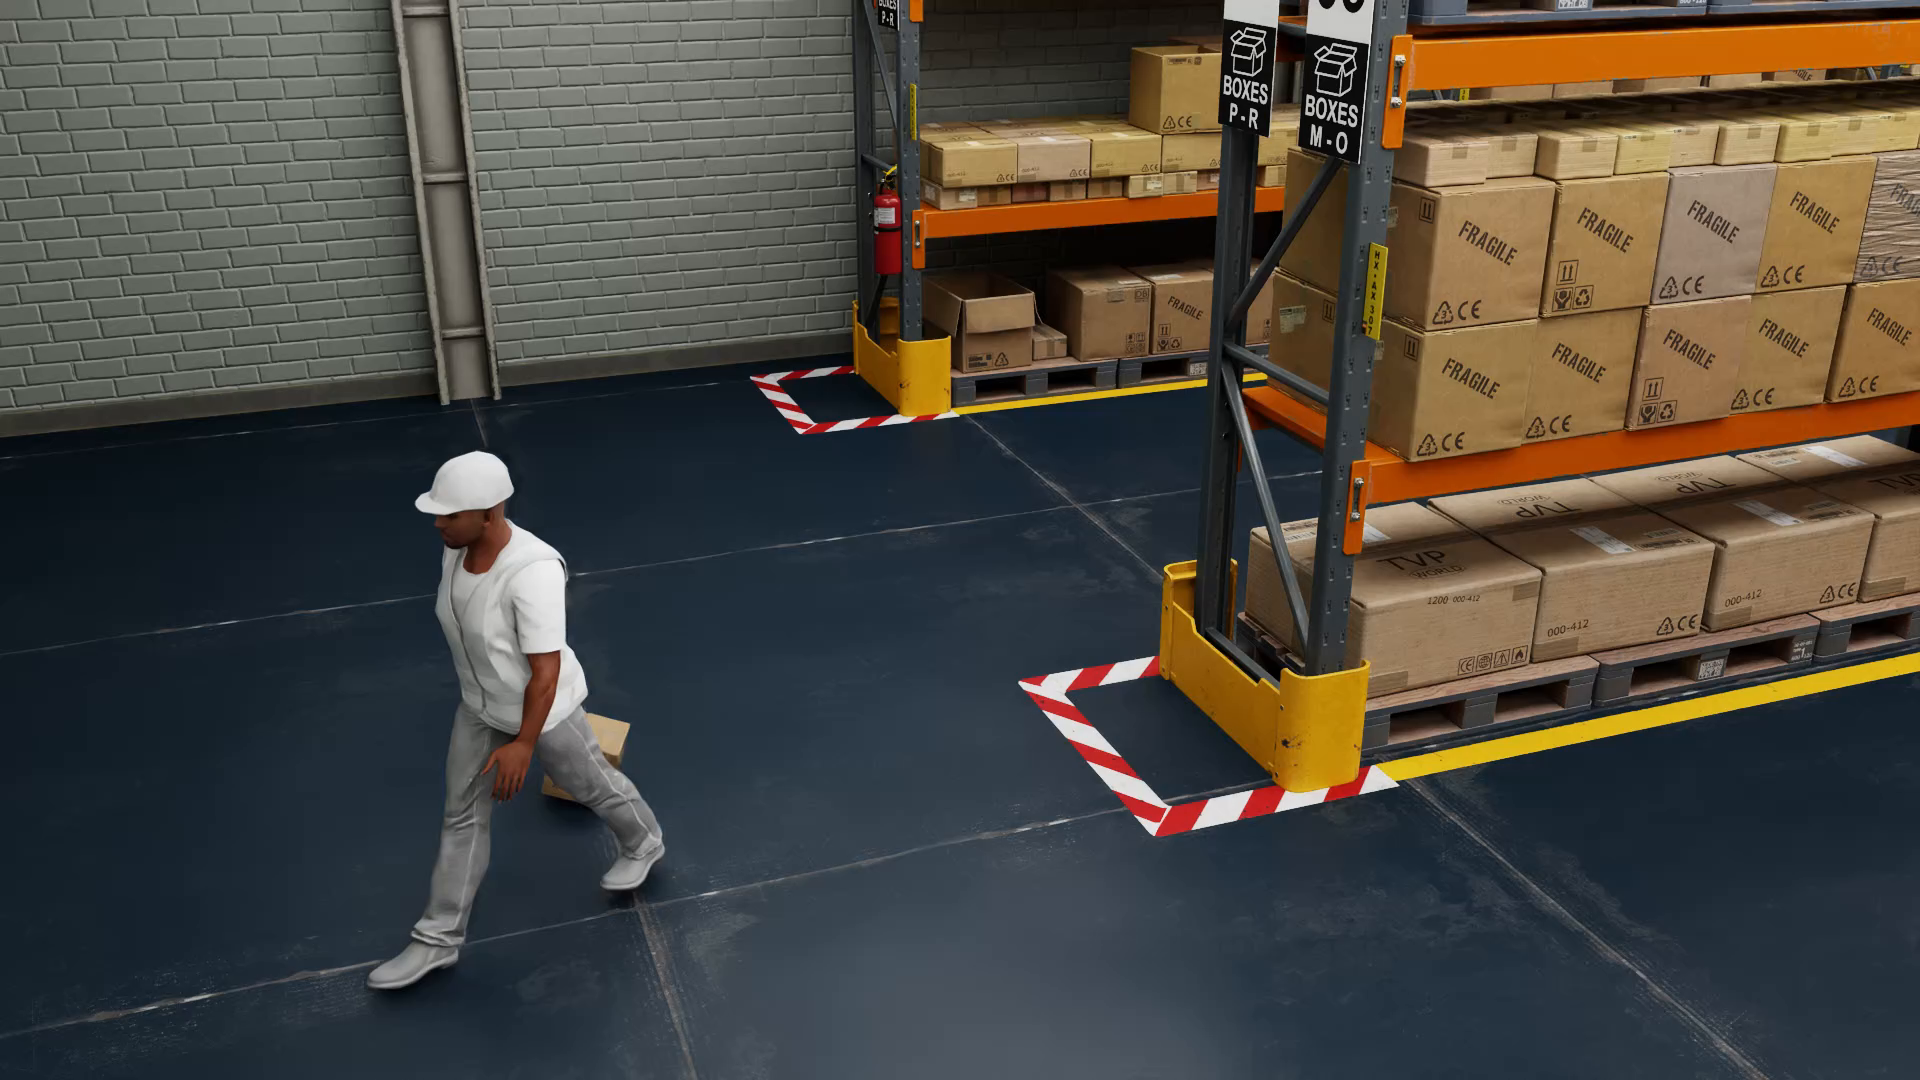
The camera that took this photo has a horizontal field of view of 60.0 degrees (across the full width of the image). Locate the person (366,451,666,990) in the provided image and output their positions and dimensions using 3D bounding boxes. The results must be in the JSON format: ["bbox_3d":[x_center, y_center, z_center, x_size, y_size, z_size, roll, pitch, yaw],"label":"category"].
[{"bbox_3d":[-1.438,0.519,5.280,0.587,1.697,1.102,15,27,32],"label":"person"}]
